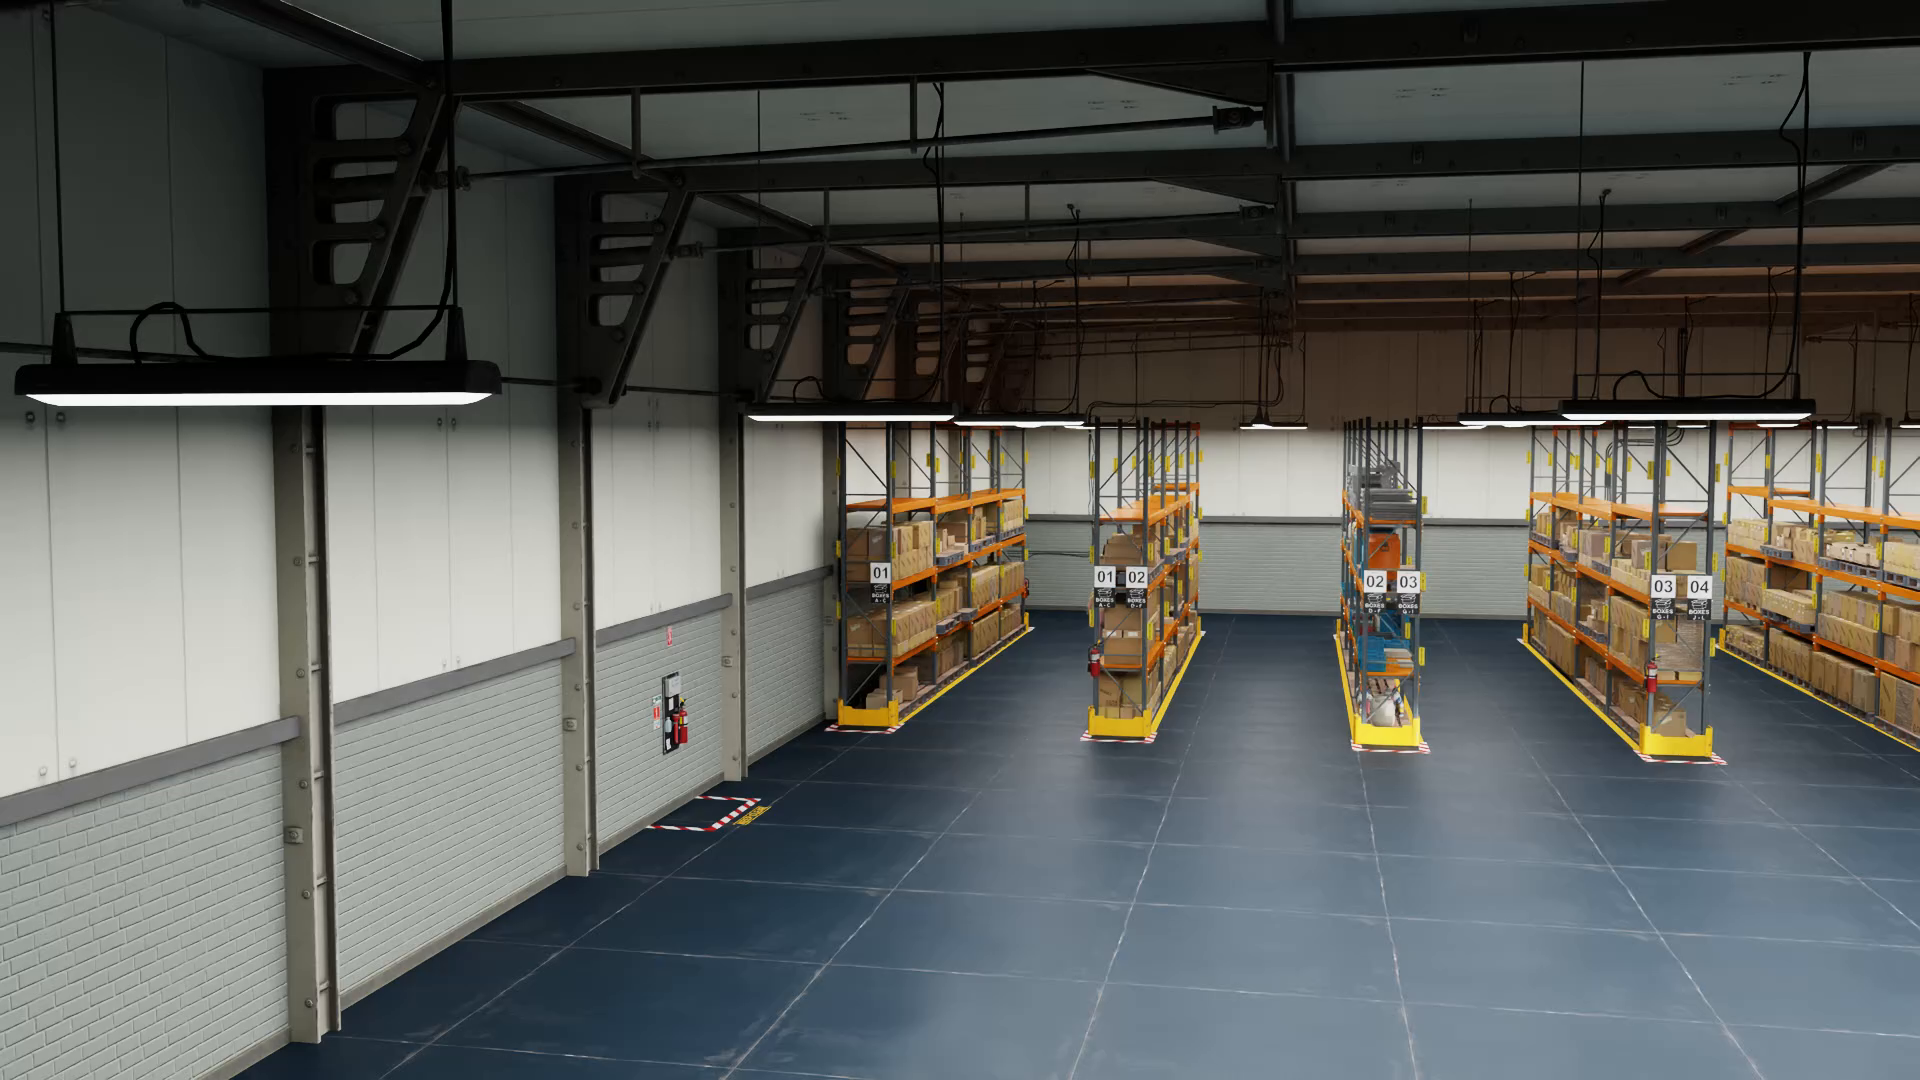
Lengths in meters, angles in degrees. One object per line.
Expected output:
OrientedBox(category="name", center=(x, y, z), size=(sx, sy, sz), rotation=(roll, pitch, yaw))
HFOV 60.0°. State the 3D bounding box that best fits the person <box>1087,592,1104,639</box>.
OrientedBox(category="person", center=(3.721, 1.959, 45.266), size=(0.503, 1.605, 1.054), rotation=(1, 4, 15))
